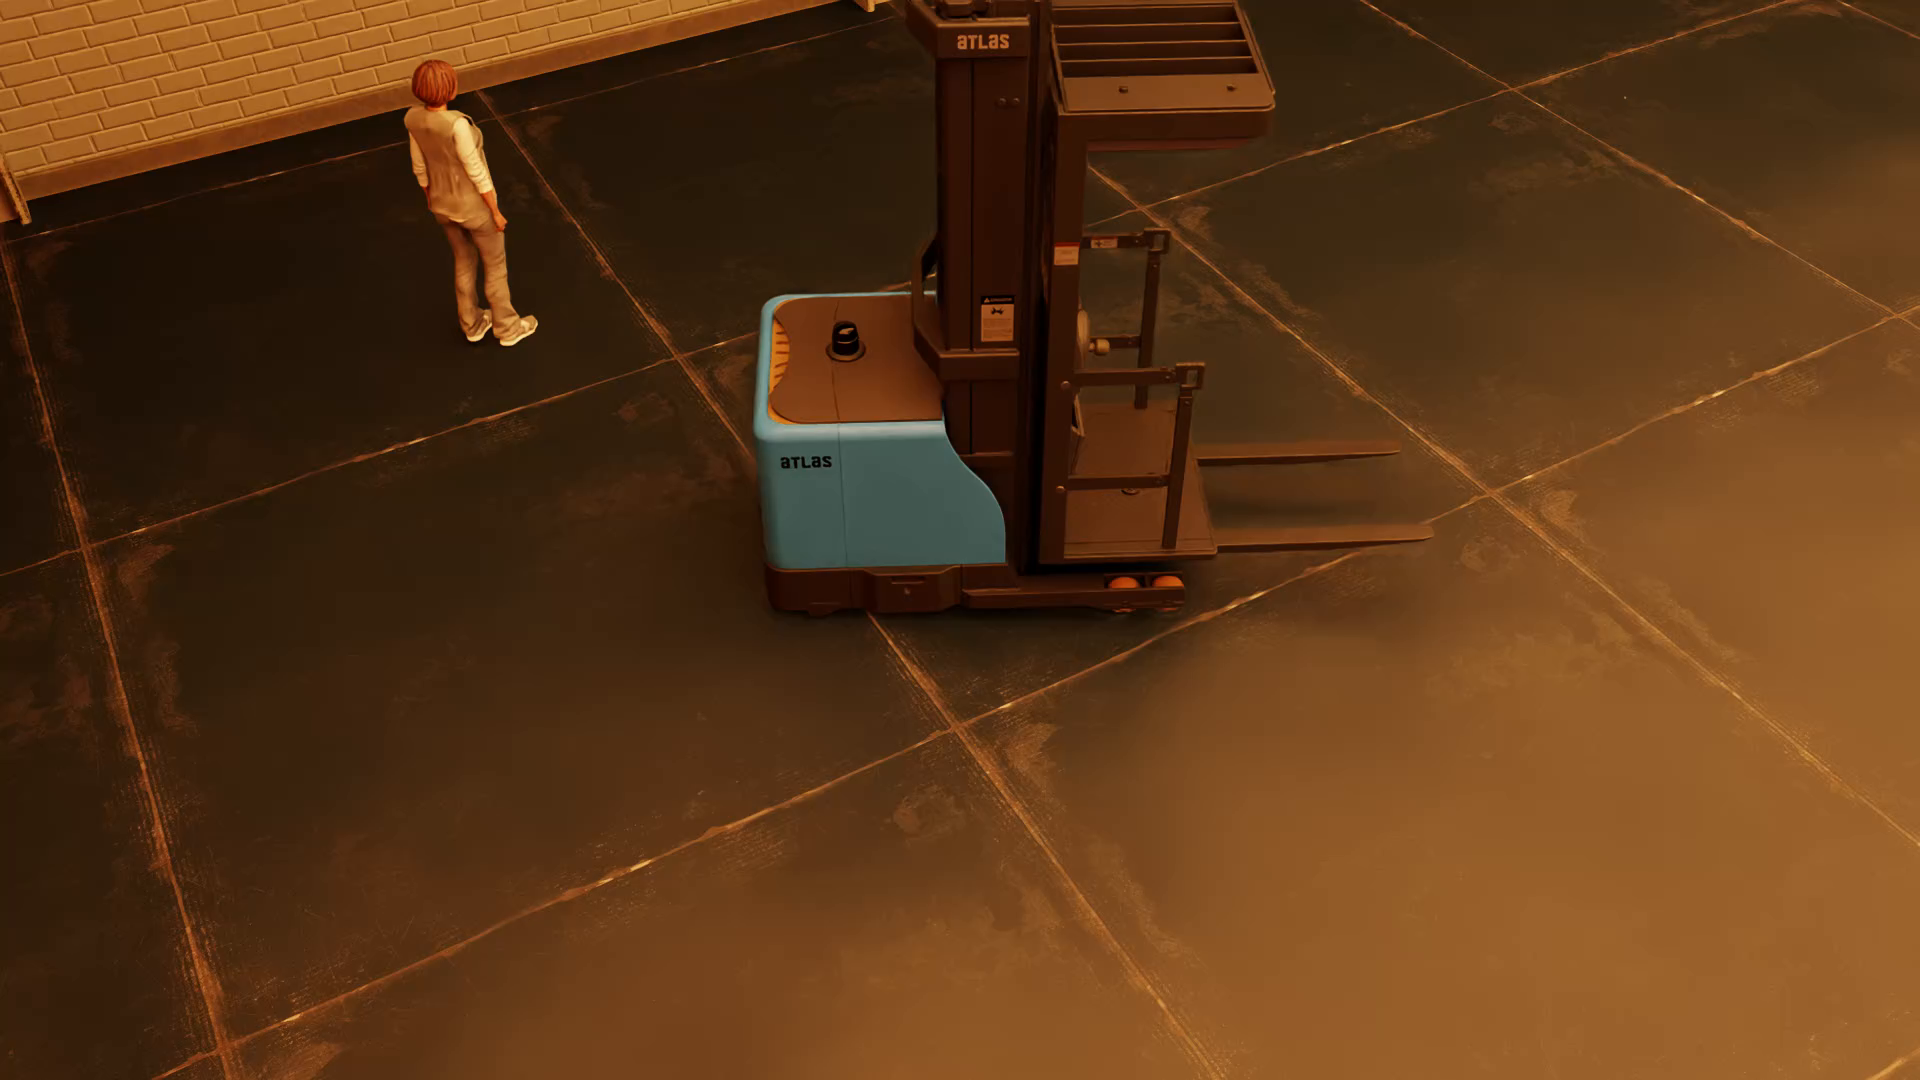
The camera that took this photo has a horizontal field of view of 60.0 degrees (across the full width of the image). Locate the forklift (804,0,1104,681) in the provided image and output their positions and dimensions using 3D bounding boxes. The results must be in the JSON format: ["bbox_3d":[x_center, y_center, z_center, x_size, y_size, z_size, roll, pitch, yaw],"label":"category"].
[{"bbox_3d":[0.031,-1.473,7.286,1.130,2.935,3.031,4,43,4],"label":"forklift"}]

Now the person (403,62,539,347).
[{"bbox_3d":[-2.537,-1.705,8.516,0.411,1.602,0.331,16,45,17],"label":"person"}]
